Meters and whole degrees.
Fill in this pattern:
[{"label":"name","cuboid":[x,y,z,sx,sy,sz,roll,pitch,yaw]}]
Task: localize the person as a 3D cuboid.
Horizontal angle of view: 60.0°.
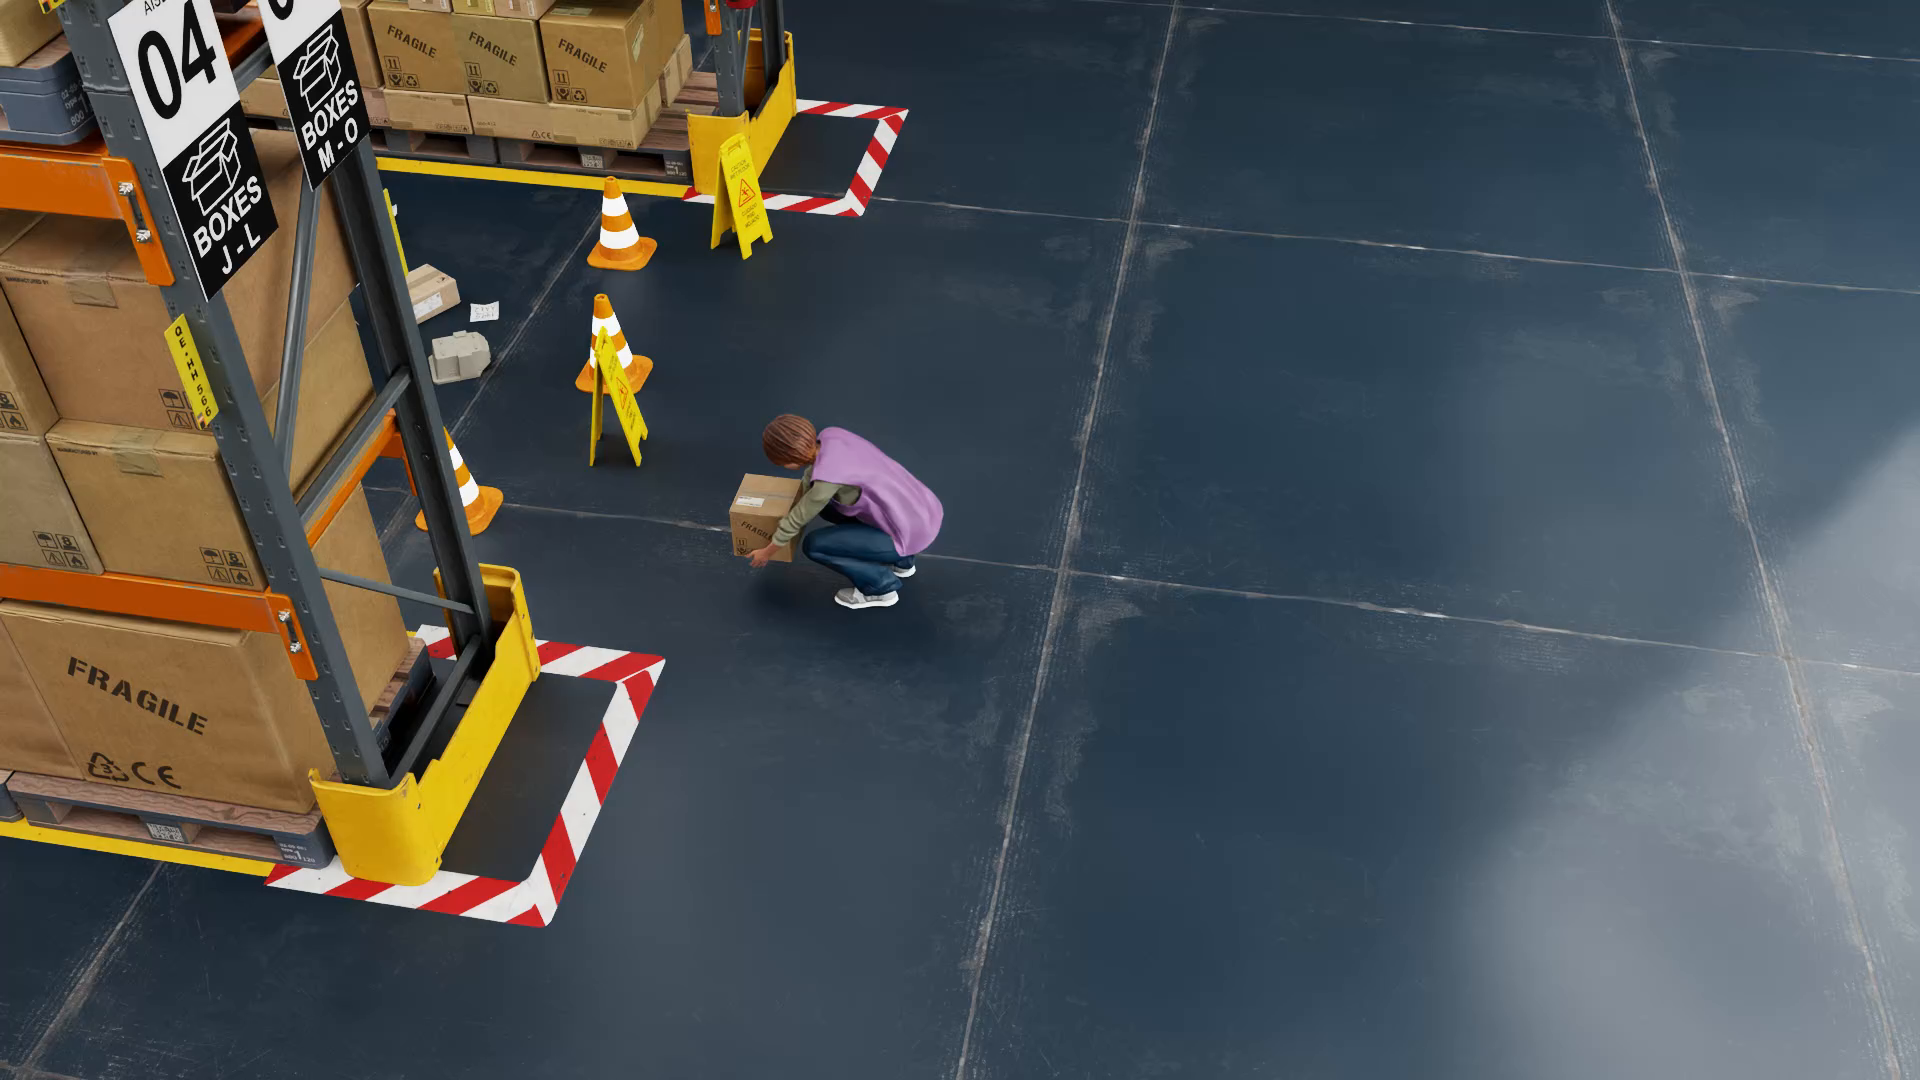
[{"label":"person","cuboid":[-0.478,-0.143,6.881,0.814,0.883,0.435,6,41,7]}]
